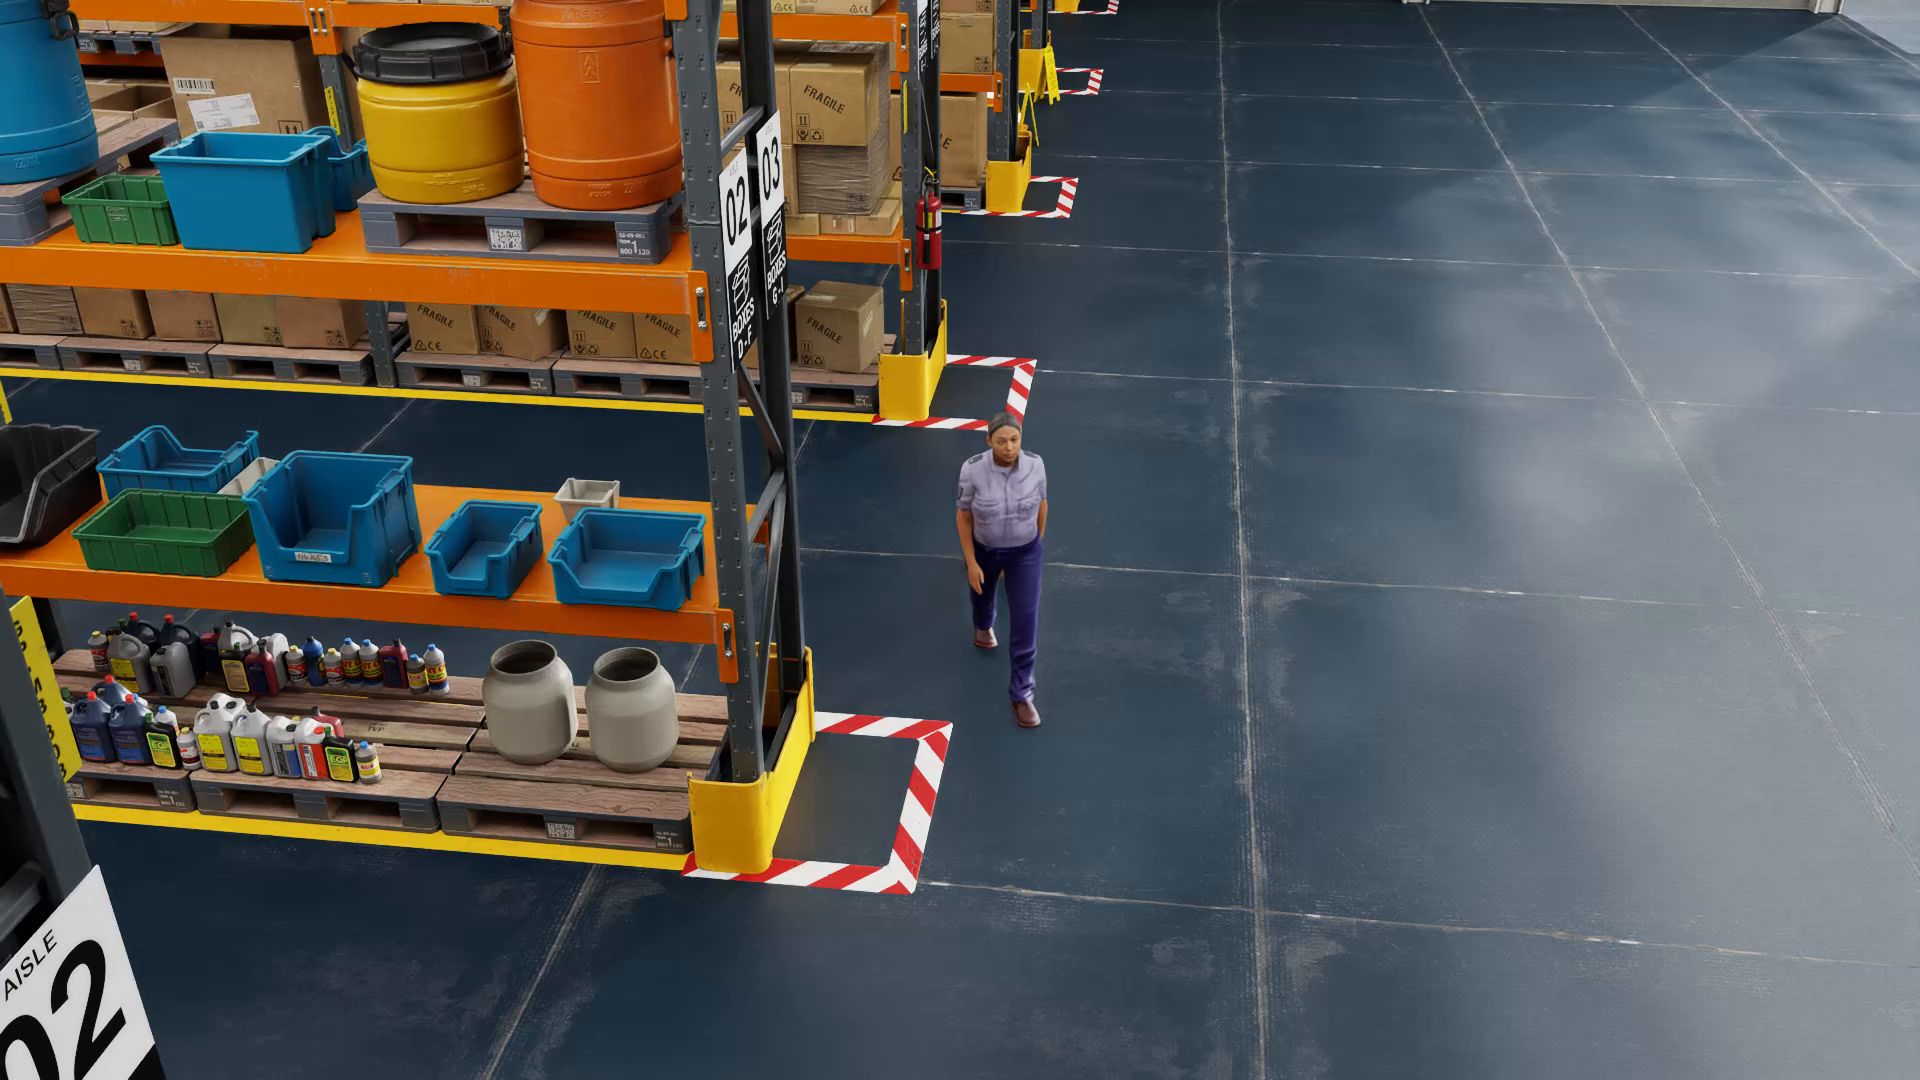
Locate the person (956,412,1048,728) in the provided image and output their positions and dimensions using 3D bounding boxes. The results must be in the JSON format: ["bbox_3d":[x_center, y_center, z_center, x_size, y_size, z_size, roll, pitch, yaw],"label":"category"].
[{"bbox_3d":[0.216,0.064,8.536,0.474,1.588,1.048,-1,29,-1],"label":"person"}]
